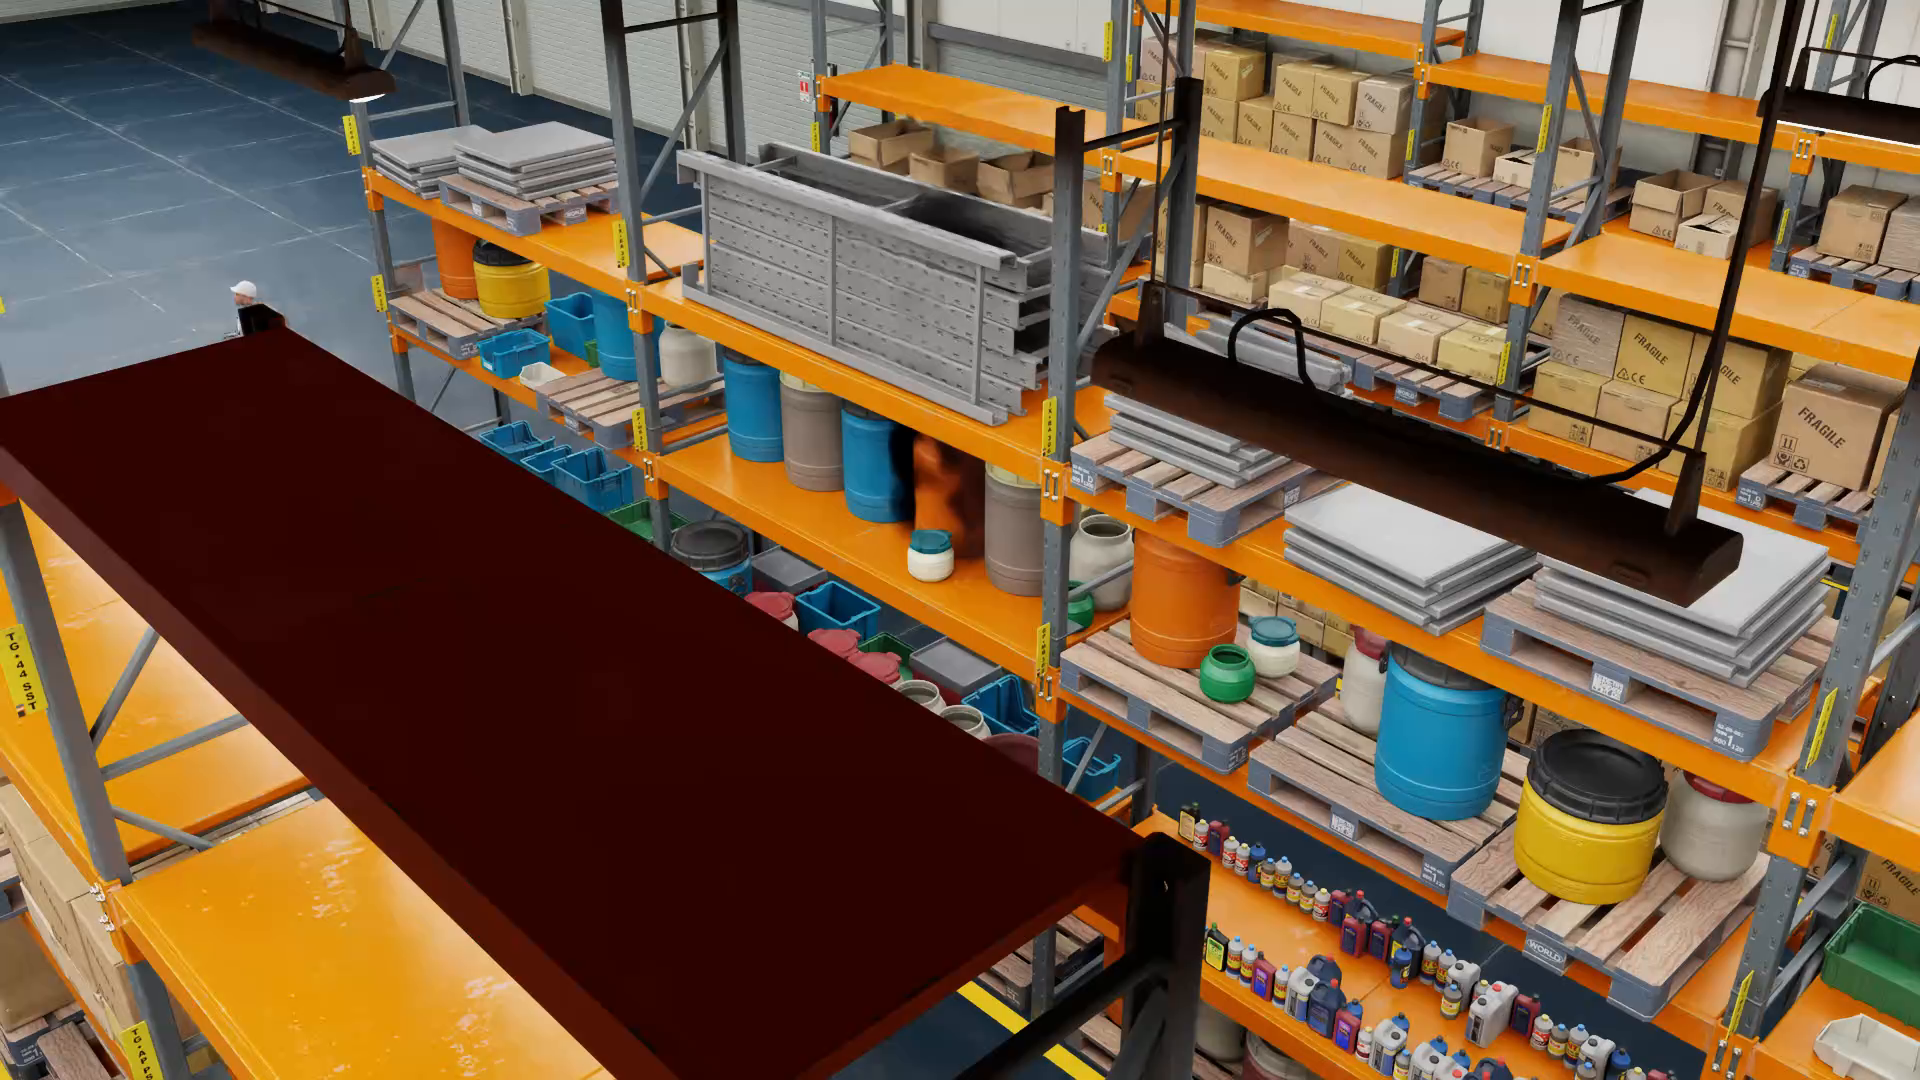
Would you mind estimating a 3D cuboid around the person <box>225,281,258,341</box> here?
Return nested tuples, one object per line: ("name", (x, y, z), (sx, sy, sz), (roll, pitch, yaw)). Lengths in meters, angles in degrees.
("person", (-8.035, -2.086, 18.879), (0.574, 1.740, 0.628), (-10, 30, -18))

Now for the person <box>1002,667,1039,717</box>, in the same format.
("person", (0.447, 0.604, 13.238), (0.886, 1.804, 0.662), (23, 36, 36))
